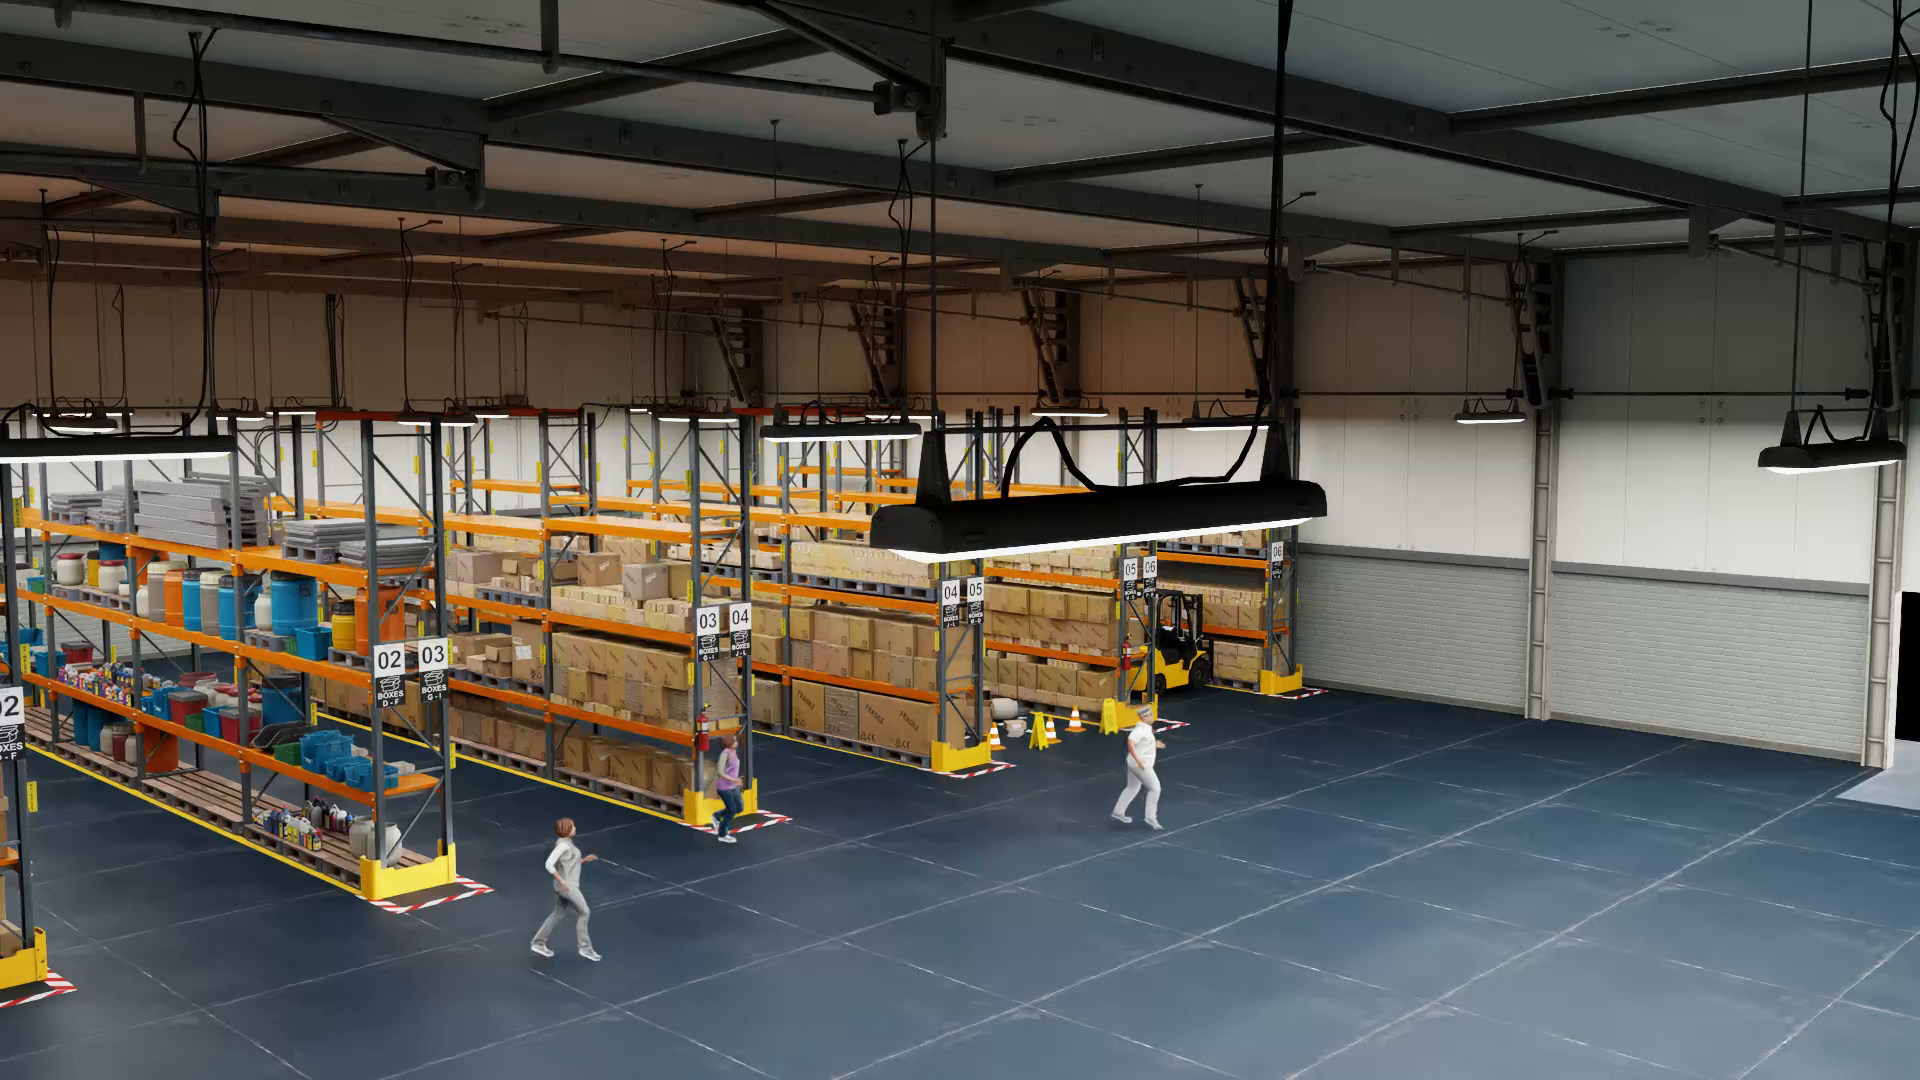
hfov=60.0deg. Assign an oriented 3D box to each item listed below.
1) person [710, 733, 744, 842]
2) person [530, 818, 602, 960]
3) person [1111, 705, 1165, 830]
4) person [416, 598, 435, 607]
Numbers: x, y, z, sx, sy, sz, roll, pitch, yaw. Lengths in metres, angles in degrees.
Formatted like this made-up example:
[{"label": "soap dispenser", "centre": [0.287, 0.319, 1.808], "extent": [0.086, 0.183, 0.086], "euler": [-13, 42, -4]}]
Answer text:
[{"label": "person", "centre": [-3.274, 3.489, 23.441], "extent": [0.566, 1.558, 0.560], "euler": [1, 5, 11]}, {"label": "person", "centre": [-4.386, 3.885, 18.450], "extent": [0.759, 1.632, 0.516], "euler": [-2, 5, -21]}, {"label": "person", "centre": [2.610, 3.306, 24.247], "extent": [0.810, 1.849, 0.650], "euler": [-1, 5, -6]}, {"label": "person", "centre": [-12.890, 2.070, 39.648], "extent": [0.986, 1.547, 0.688], "euler": [4, 6, 37]}]
